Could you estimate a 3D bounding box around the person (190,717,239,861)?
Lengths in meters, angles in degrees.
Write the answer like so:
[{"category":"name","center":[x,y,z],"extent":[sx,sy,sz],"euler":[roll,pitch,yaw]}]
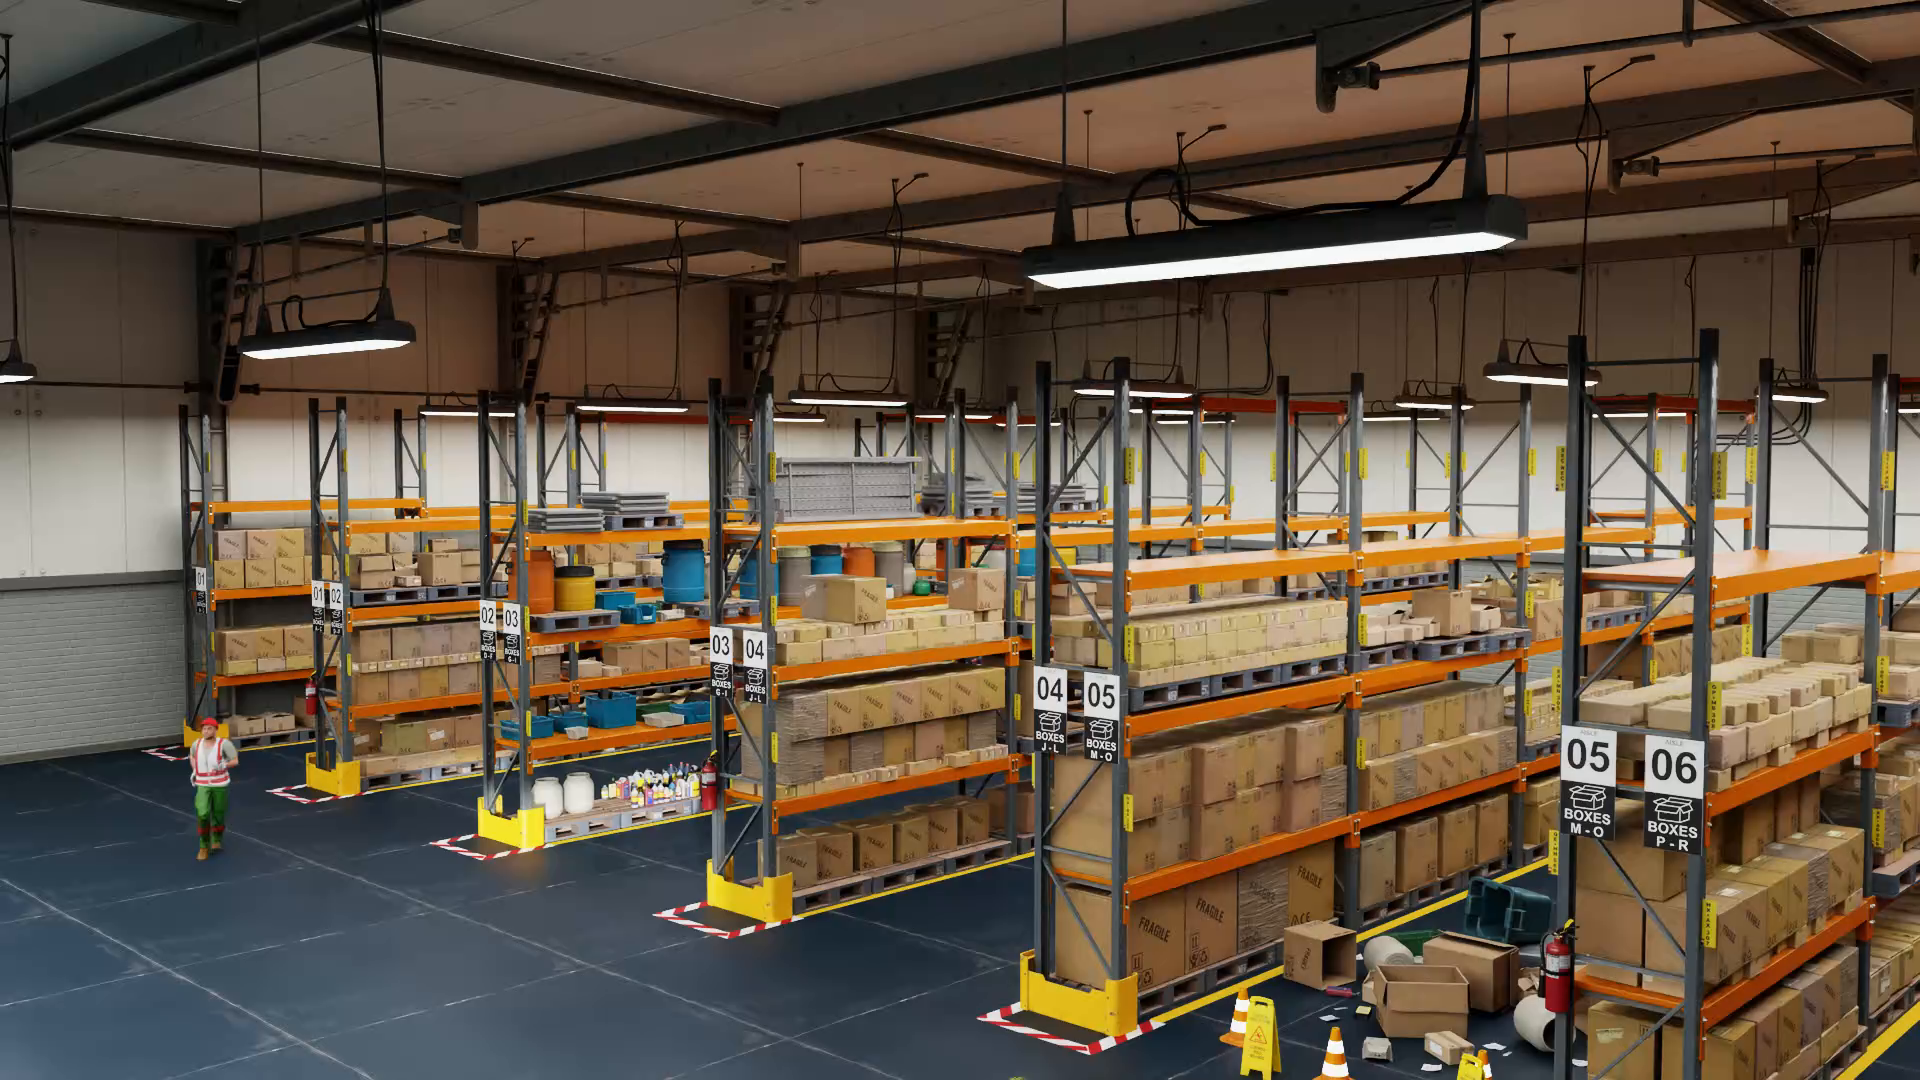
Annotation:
[{"category":"person","center":[-9.521,3.171,21.201],"extent":[0.616,1.835,0.748],"euler":[-1,3,-15]}]
